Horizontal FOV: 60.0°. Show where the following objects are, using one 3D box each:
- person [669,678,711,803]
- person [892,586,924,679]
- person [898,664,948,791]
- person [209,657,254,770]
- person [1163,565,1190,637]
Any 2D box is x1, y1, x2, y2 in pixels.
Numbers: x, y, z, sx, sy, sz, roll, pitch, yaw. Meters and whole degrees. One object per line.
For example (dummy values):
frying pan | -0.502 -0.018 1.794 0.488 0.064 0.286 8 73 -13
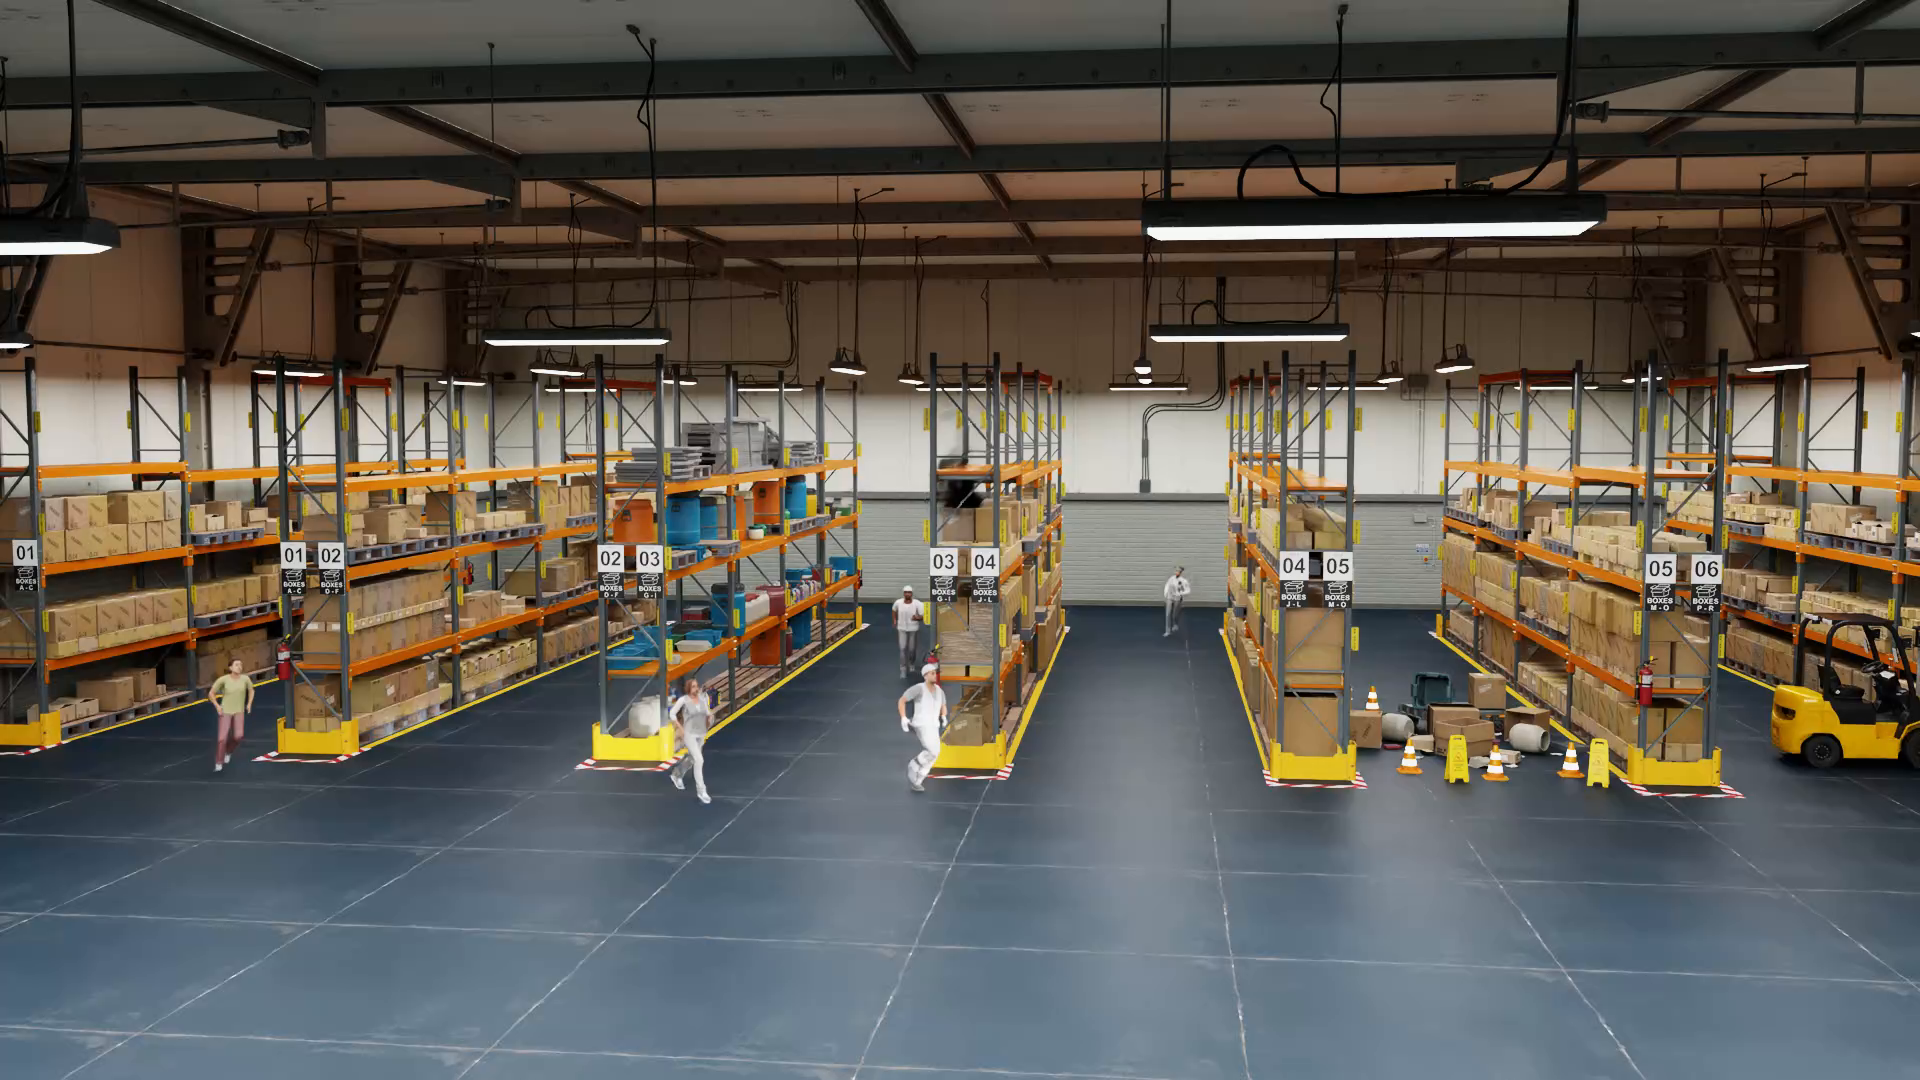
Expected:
person | -3.567 2.635 22.164 0.820 1.613 0.524 4 5 42
person | -1.018 1.788 32.739 0.687 1.793 0.827 0 4 3
person | -0.421 2.550 22.571 0.581 1.711 0.736 4 6 45
person | -10.487 2.501 24.021 0.635 1.611 0.509 -3 5 -34
person | 5.100 1.425 39.139 0.660 1.683 0.774 2 5 29
